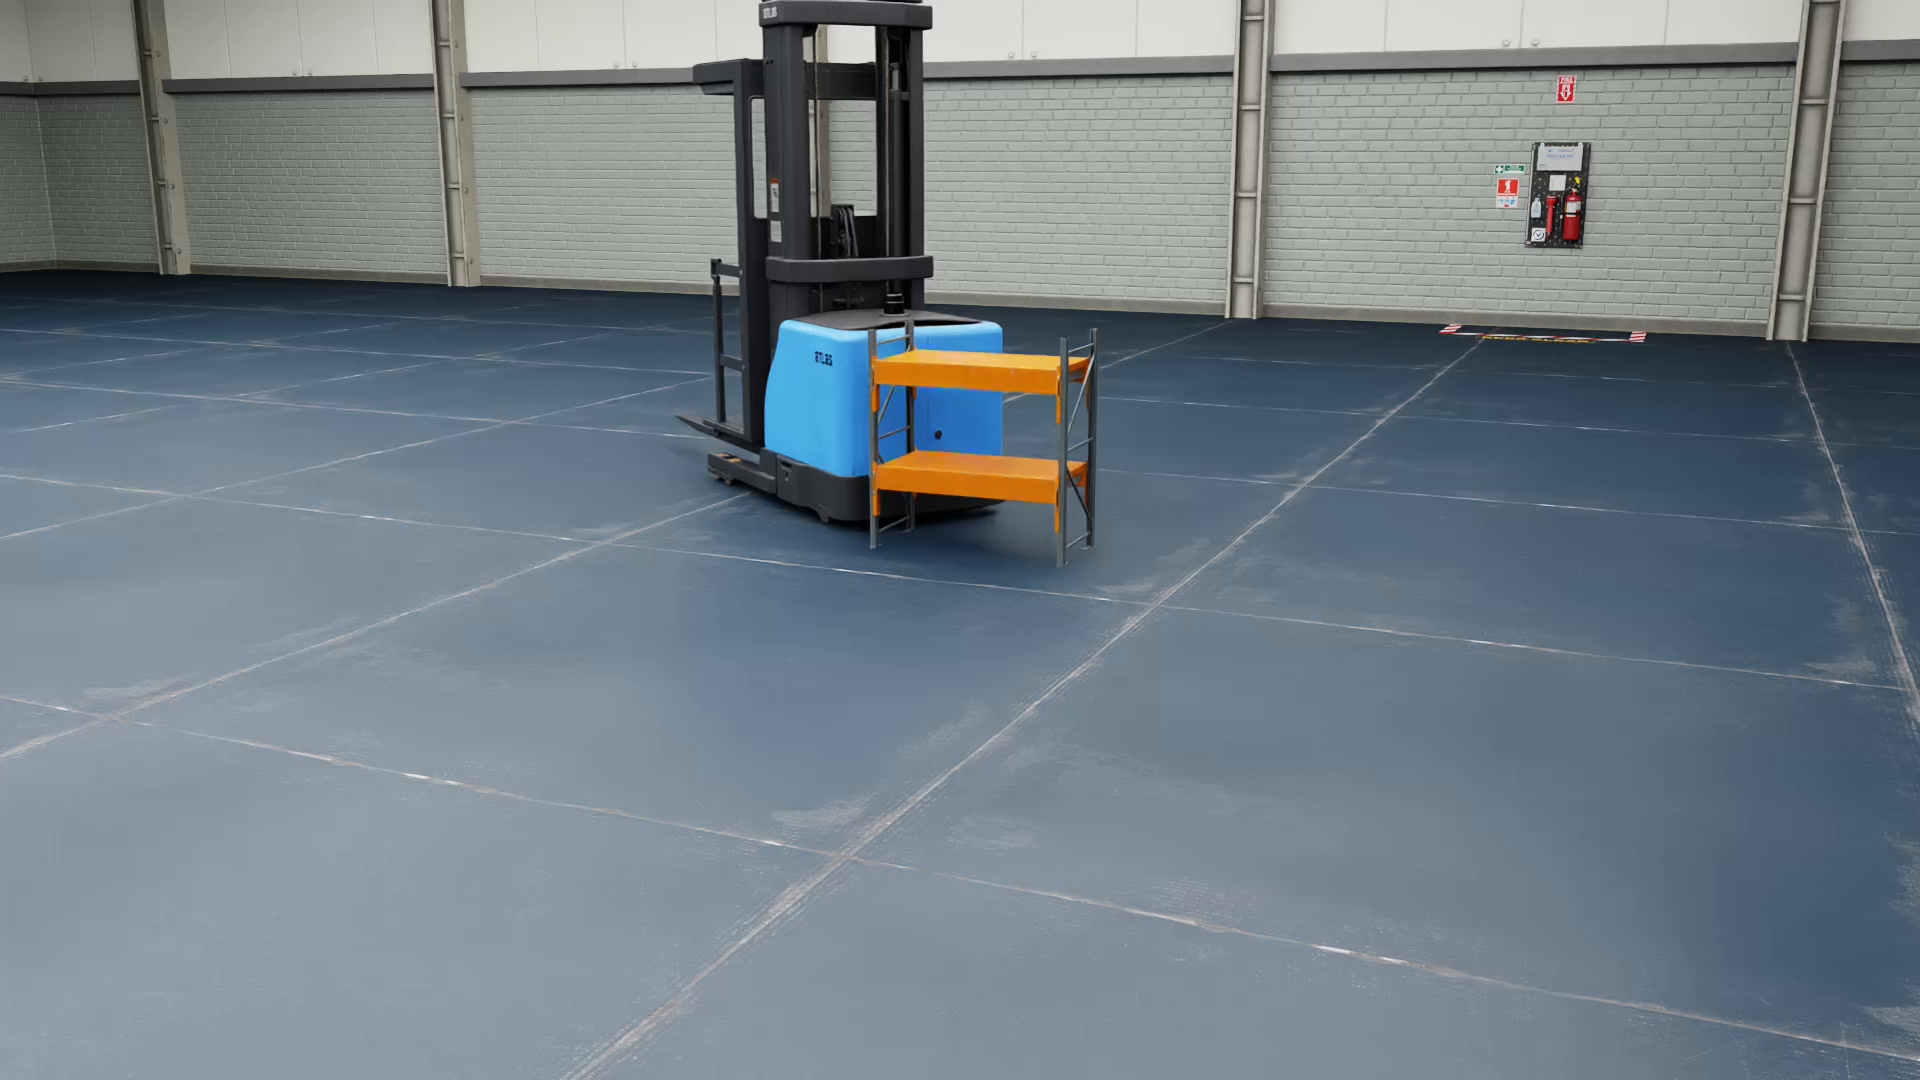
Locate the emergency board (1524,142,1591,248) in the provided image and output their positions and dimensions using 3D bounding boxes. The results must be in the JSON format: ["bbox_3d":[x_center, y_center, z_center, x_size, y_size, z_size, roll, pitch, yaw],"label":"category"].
[{"bbox_3d":[6.727,-3.879,18.719,0.643,1.169,0.194,6,14,23],"label":"emergency board"}]

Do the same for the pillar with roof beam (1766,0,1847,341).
[{"bbox_3d":[7.227,-5.664,13.193,0.400,9.000,9.100,6,14,23],"label":"pillar with roof beam"}]

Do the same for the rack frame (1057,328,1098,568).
[{"bbox_3d":[0.587,-0.464,8.268,0.032,1.125,0.500,5,14,22],"label":"rack frame"}]

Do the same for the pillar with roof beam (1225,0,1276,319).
[{"bbox_3d":[1.741,-6.219,15.559,0.400,9.000,9.100,6,14,23],"label":"pillar with roof beam"}]

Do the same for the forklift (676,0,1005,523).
[{"bbox_3d":[-0.915,-1.809,10.048,1.130,2.935,3.031,-7,15,-29],"label":"forklift"}]

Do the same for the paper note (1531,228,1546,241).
[{"bbox_3d":[6.593,-3.481,18.951,0.142,0.148,0.016,6,14,23],"label":"paper note"}]

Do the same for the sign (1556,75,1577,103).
[{"bbox_3d":[6.760,-5.029,18.546,0.199,0.298,0.001,6,14,23],"label":"sign"}]

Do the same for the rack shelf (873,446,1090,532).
[{"bbox_3d":[0.117,-0.270,8.513,1.000,0.278,0.538,5,14,22],"label":"rack shelf"}]

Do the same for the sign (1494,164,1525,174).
[{"bbox_3d":[6.264,-4.225,18.955,0.331,0.109,0.001,6,14,23],"label":"sign"}]

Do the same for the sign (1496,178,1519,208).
[{"bbox_3d":[6.263,-3.969,19.025,0.234,0.329,0.001,6,14,23],"label":"sign"}]

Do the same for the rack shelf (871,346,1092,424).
[{"bbox_3d":[0.117,-0.793,8.390,1.000,0.278,0.538,5,14,22],"label":"rack shelf"}]

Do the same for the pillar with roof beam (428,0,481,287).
[{"bbox_3d":[-9.230,-7.329,20.291,0.400,9.000,9.100,6,14,23],"label":"pillar with roof beam"}]

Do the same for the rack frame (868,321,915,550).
[{"bbox_3d":[-0.353,-0.552,8.646,0.032,1.125,0.500,5,14,22],"label":"rack frame"}]

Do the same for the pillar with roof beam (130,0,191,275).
[{"bbox_3d":[-14.716,-7.884,22.657,0.400,9.000,9.100,6,14,23],"label":"pillar with roof beam"}]

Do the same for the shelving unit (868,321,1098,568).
[{"bbox_3d":[0.117,-0.508,8.457,1.048,1.125,0.538,5,14,22],"label":"shelving unit"}]

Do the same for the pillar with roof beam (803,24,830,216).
[{"bbox_3d":[-3.745,-6.774,17.925,0.400,9.000,9.100,6,14,23],"label":"pillar with roof beam"}]
